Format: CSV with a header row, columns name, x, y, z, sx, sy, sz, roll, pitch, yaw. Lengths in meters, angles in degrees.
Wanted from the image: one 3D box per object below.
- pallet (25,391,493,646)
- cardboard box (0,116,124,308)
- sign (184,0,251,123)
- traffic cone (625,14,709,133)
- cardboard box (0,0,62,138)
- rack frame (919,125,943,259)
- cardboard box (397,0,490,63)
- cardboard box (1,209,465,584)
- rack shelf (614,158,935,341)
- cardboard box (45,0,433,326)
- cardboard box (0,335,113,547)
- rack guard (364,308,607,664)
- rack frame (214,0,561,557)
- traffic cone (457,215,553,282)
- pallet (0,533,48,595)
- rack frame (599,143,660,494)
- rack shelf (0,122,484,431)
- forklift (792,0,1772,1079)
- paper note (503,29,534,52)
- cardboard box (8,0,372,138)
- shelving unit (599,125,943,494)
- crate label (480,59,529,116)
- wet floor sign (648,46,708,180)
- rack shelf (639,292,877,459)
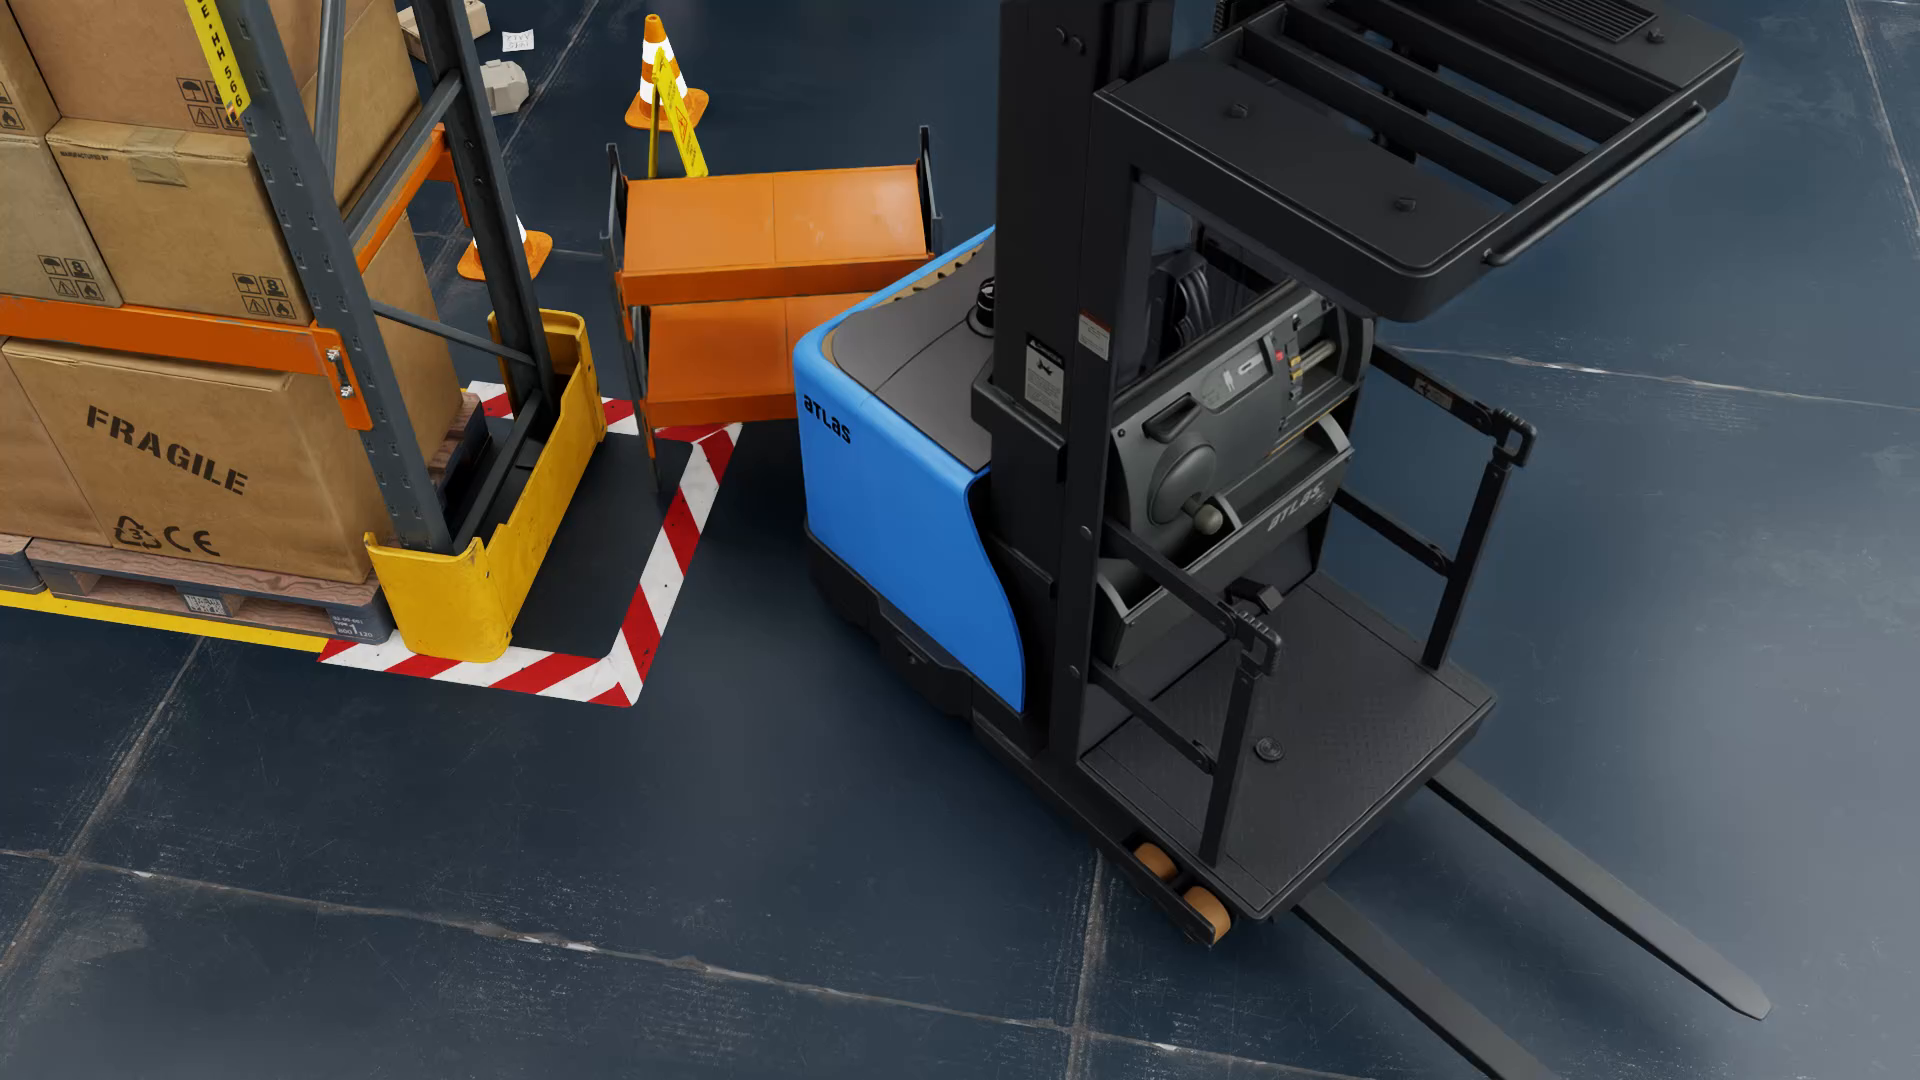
name,x,y,z,sx,sy,sz,roll,pitch,yaw
pallet,-2.385,-0.165,5.756,1.213,0.211,1.003,8,49,7
cardboard box,-2.502,-1.171,4.685,0.550,0.550,0.875,8,49,7
sign,-1.694,-1.119,3.801,0.005,0.325,0.100,8,49,7
traffic cone,-1.318,-2.092,7.319,0.334,0.463,0.336,8,49,7
cardboard box,-2.500,-1.542,4.292,0.550,0.550,0.875,8,49,7
rack frame,-0.094,-0.799,5.712,0.032,1.125,0.500,-4,48,-4
cardboard box,-2.451,-2.427,7.831,0.250,0.149,0.380,32,56,26
cardboard box,-2.263,-0.520,5.347,0.875,0.875,0.875,8,49,7
rack shelf,-0.600,-0.959,5.462,1.000,0.278,0.538,-4,48,-4
cardboard box,-1.957,-1.115,4.634,0.550,0.550,0.875,8,49,7
cardboard box,-3.129,-0.635,5.450,0.875,0.875,0.875,7,48,6
rack guard,-1.560,-0.210,5.602,0.348,0.500,1.175,8,49,7
rack frame,-1.584,-1.048,4.676,0.127,3.000,1.000,8,49,7
traffic cone,-1.854,-1.310,6.616,0.334,0.463,0.336,8,49,7
pallet,-3.582,-0.328,5.903,1.213,0.211,1.003,8,49,7
rack frame,-1.106,-0.727,5.647,0.032,1.125,0.500,-4,48,-4
rack shelf,-3.552,-1.073,5.181,4.000,0.370,1.077,8,49,7
forklift,0.860,-0.271,4.023,1.130,2.935,3.031,-34,57,-27
paper note,-2.087,-2.361,7.851,0.142,0.019,0.148,-7,48,-7
cardboard box,-1.942,-1.537,4.288,0.550,0.550,0.875,8,49,7
shelving unit,-0.600,-0.763,5.679,1.048,1.125,0.538,-4,48,-4
crate label,-2.103,-2.042,7.493,0.298,0.136,0.250,-15,50,-13
wet floor sign,-1.203,-1.707,6.850,0.232,0.644,0.267,0,48,0
rack shelf,-0.600,-0.600,5.861,1.000,0.278,0.538,-4,48,-4
